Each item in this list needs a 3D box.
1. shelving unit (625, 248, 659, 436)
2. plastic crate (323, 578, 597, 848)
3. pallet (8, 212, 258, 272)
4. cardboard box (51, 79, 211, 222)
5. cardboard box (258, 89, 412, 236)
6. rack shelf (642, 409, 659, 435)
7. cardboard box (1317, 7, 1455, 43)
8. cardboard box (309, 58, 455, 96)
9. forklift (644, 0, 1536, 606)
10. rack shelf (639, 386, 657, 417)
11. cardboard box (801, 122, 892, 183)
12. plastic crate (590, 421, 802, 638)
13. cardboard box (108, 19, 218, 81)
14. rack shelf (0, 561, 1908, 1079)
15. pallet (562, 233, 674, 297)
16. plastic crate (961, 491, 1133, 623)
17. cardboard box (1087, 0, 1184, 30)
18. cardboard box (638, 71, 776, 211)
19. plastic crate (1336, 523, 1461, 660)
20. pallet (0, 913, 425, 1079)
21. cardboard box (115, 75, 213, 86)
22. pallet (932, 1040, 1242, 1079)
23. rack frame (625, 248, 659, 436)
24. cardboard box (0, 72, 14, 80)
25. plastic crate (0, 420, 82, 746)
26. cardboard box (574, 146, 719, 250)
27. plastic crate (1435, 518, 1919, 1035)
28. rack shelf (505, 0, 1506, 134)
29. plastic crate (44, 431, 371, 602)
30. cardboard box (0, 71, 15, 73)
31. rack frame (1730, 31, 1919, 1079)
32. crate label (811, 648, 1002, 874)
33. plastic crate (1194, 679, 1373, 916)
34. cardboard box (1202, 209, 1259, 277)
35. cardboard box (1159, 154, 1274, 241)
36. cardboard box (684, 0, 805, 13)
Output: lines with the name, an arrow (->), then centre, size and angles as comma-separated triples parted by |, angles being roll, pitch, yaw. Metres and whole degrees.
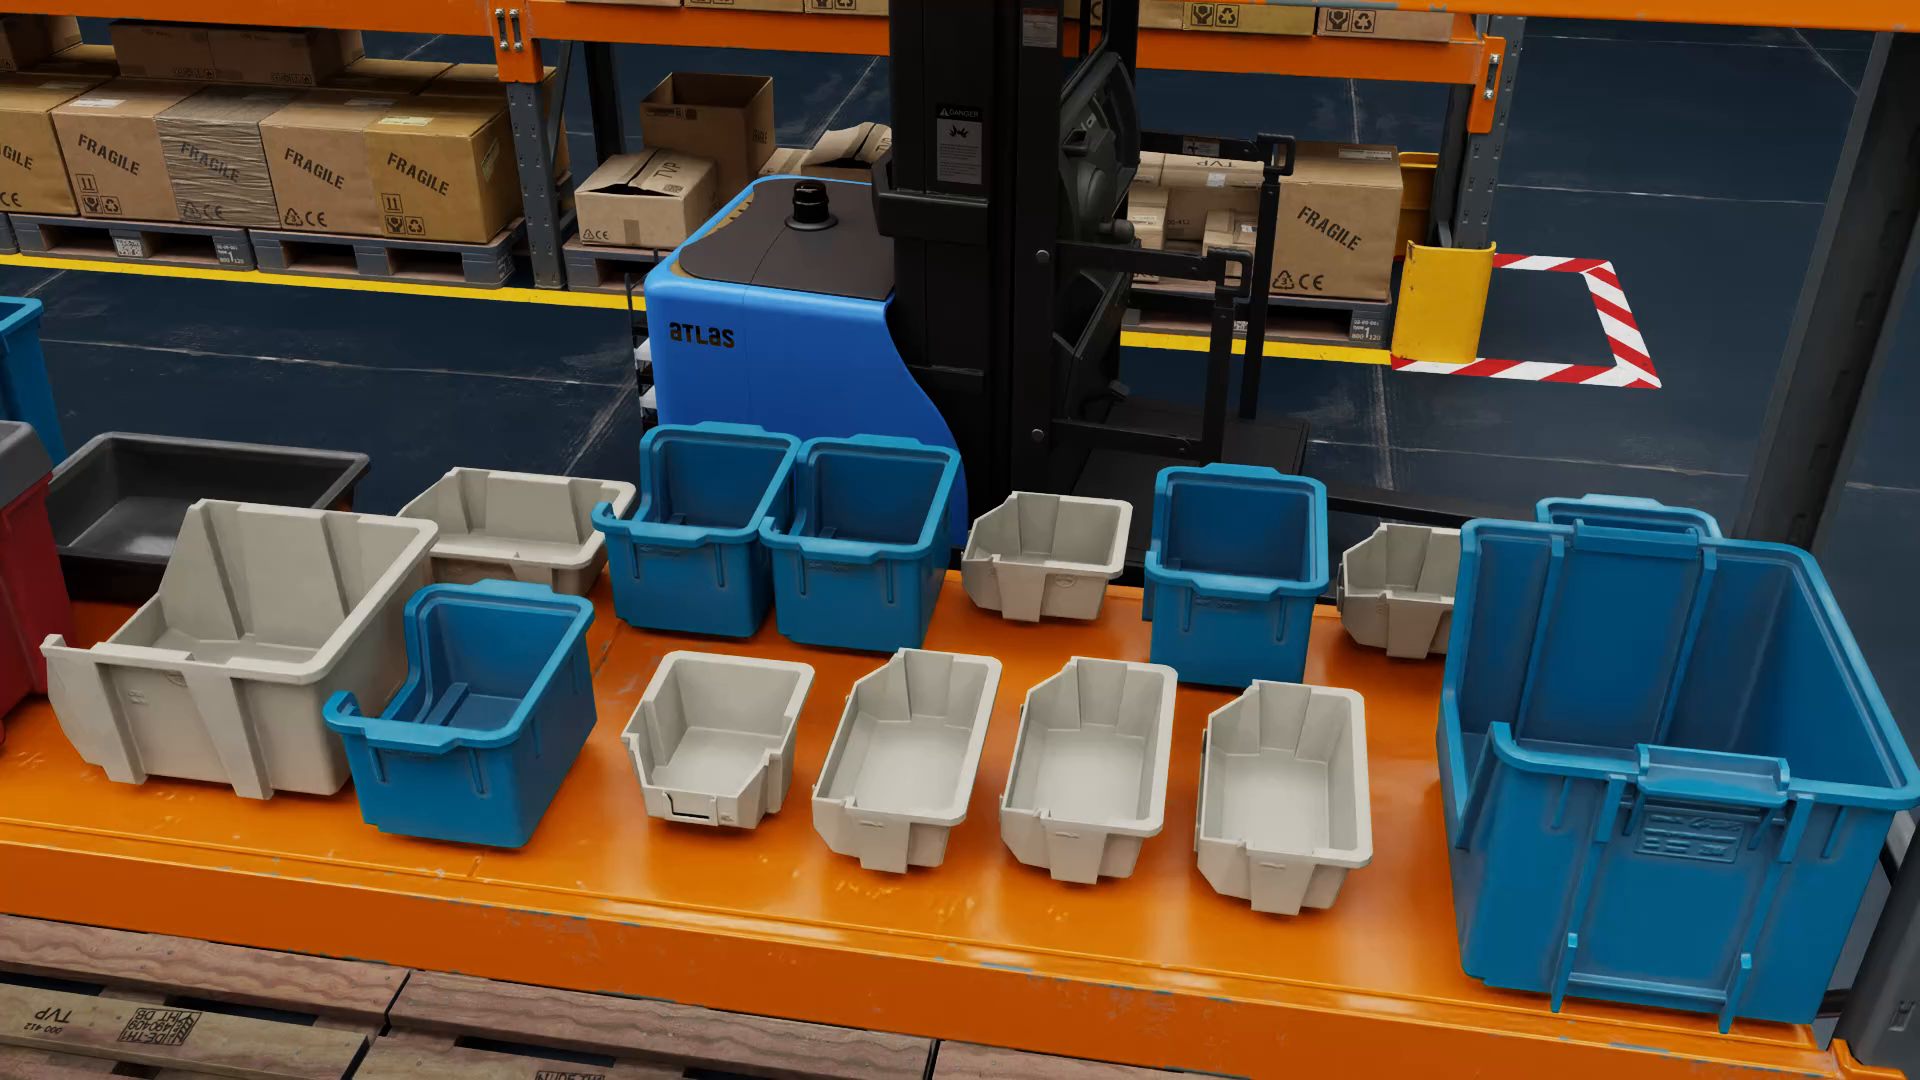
shelving unit -> -0.963, -0.531, 5.750 | 0.210, 0.900, 0.258 | 9, 33, 14
plastic crate -> -0.753, 0.274, 2.586 | 0.300, 0.233, 0.416 | 5, 32, 8
pallet -> -3.806, -1.648, 8.183 | 1.213, 0.211, 1.003 | 5, 32, 8
cardboard box -> -3.808, -1.828, 7.785 | 0.500, 0.500, 0.500 | 4, 32, 7
cardboard box -> -2.812, -1.739, 7.642 | 0.500, 0.500, 0.500 | 5, 32, 8
rack shelf -> -0.963, -0.427, 5.816 | 0.200, 0.077, 0.258 | 9, 33, 14
cardboard box -> 1.664, -2.252, 6.427 | 0.500, 0.500, 0.500 | 6, 33, 10
cardboard box -> -2.755, -2.009, 8.073 | 0.500, 0.500, 0.500 | 6, 32, 9
forklift -> 0.600, -1.149, 4.824 | 3.031, 2.935, 1.130 | 9, 33, 14
rack shelf -> -0.963, -0.503, 5.768 | 0.200, 0.077, 0.258 | 9, 33, 14
cardboard box -> -0.443, -1.746, 7.833 | 0.500, 0.311, 0.500 | 5, 32, 8
plastic crate -> -0.467, -0.015, 3.048 | 0.300, 0.233, 0.416 | 5, 32, 8
cardboard box -> -3.707, -2.418, 8.021 | 0.500, 0.250, 0.500 | 5, 32, 7
rack shelf -> -0.657, 0.405, 2.954 | 4.000, 0.370, 1.077 | 5, 32, 8
pallet -> -1.114, -1.425, 7.828 | 1.213, 0.211, 1.003 | 5, 32, 8
plastic crate -> 0.156, 0.038, 3.054 | 0.298, 0.136, 0.250 | 5, 32, 8
cardboard box -> 0.662, -2.344, 6.573 | 0.500, 0.500, 0.500 | 5, 32, 9
cardboard box -> -1.182, -1.894, 7.889 | 0.500, 0.500, 0.500 | 5, 32, 8
plastic crate -> 0.824, 0.098, 2.958 | 0.298, 0.136, 0.250 | 5, 32, 8
pallet -> -1.897, 1.148, 3.716 | 1.213, 0.211, 1.003 | 5, 32, 8
cardboard box -> -3.744, -2.102, 8.223 | 0.500, 0.500, 0.500 | 4, 32, 6
pallet -> 0.508, 1.366, 3.368 | 1.213, 0.211, 1.003 | 5, 32, 8
rack frame -> -1.061, -0.546, 5.775 | 0.006, 0.900, 0.240 | 9, 33, 14
cardboard box -> -4.817, -1.919, 7.930 | 0.500, 0.500, 0.500 | 4, 32, 6
plastic crate -> -1.790, 0.079, 2.679 | 0.583, 0.464, 0.402 | 5, 32, 8
cardboard box -> -1.414, -1.565, 7.543 | 0.500, 0.311, 0.500 | 5, 32, 8
plastic crate -> 0.953, 0.306, 2.345 | 0.499, 0.435, 0.616 | 5, 32, 8
rack shelf -> 0.180, -2.186, 7.093 | 4.000, 0.370, 1.077 | 5, 32, 8
plastic crate -> -1.480, -0.028, 3.171 | 0.590, 0.125, 0.437 | 5, 32, 8
cardboard box -> -4.773, -2.192, 8.367 | 0.500, 0.500, 0.500 | 6, 33, 10
rack frame -> 1.314, 0.280, 2.476 | 0.053, 2.616, 0.949 | 5, 32, 8
crate label -> -0.082, 0.341, 2.570 | 0.243, 0.136, 0.396 | 5, 32, 8
plastic crate -> 0.480, 0.386, 2.497 | 0.243, 0.136, 0.396 | 5, 32, 8
cardboard box -> 1.190, -1.301, 7.256 | 0.250, 0.166, 0.380 | 5, 32, 8
cardboard box -> 1.171, -1.575, 7.615 | 0.500, 0.250, 0.500 | 5, 32, 8
cardboard box -> -0.829, -2.480, 6.790 | 0.500, 0.500, 0.500 | 6, 32, 9
